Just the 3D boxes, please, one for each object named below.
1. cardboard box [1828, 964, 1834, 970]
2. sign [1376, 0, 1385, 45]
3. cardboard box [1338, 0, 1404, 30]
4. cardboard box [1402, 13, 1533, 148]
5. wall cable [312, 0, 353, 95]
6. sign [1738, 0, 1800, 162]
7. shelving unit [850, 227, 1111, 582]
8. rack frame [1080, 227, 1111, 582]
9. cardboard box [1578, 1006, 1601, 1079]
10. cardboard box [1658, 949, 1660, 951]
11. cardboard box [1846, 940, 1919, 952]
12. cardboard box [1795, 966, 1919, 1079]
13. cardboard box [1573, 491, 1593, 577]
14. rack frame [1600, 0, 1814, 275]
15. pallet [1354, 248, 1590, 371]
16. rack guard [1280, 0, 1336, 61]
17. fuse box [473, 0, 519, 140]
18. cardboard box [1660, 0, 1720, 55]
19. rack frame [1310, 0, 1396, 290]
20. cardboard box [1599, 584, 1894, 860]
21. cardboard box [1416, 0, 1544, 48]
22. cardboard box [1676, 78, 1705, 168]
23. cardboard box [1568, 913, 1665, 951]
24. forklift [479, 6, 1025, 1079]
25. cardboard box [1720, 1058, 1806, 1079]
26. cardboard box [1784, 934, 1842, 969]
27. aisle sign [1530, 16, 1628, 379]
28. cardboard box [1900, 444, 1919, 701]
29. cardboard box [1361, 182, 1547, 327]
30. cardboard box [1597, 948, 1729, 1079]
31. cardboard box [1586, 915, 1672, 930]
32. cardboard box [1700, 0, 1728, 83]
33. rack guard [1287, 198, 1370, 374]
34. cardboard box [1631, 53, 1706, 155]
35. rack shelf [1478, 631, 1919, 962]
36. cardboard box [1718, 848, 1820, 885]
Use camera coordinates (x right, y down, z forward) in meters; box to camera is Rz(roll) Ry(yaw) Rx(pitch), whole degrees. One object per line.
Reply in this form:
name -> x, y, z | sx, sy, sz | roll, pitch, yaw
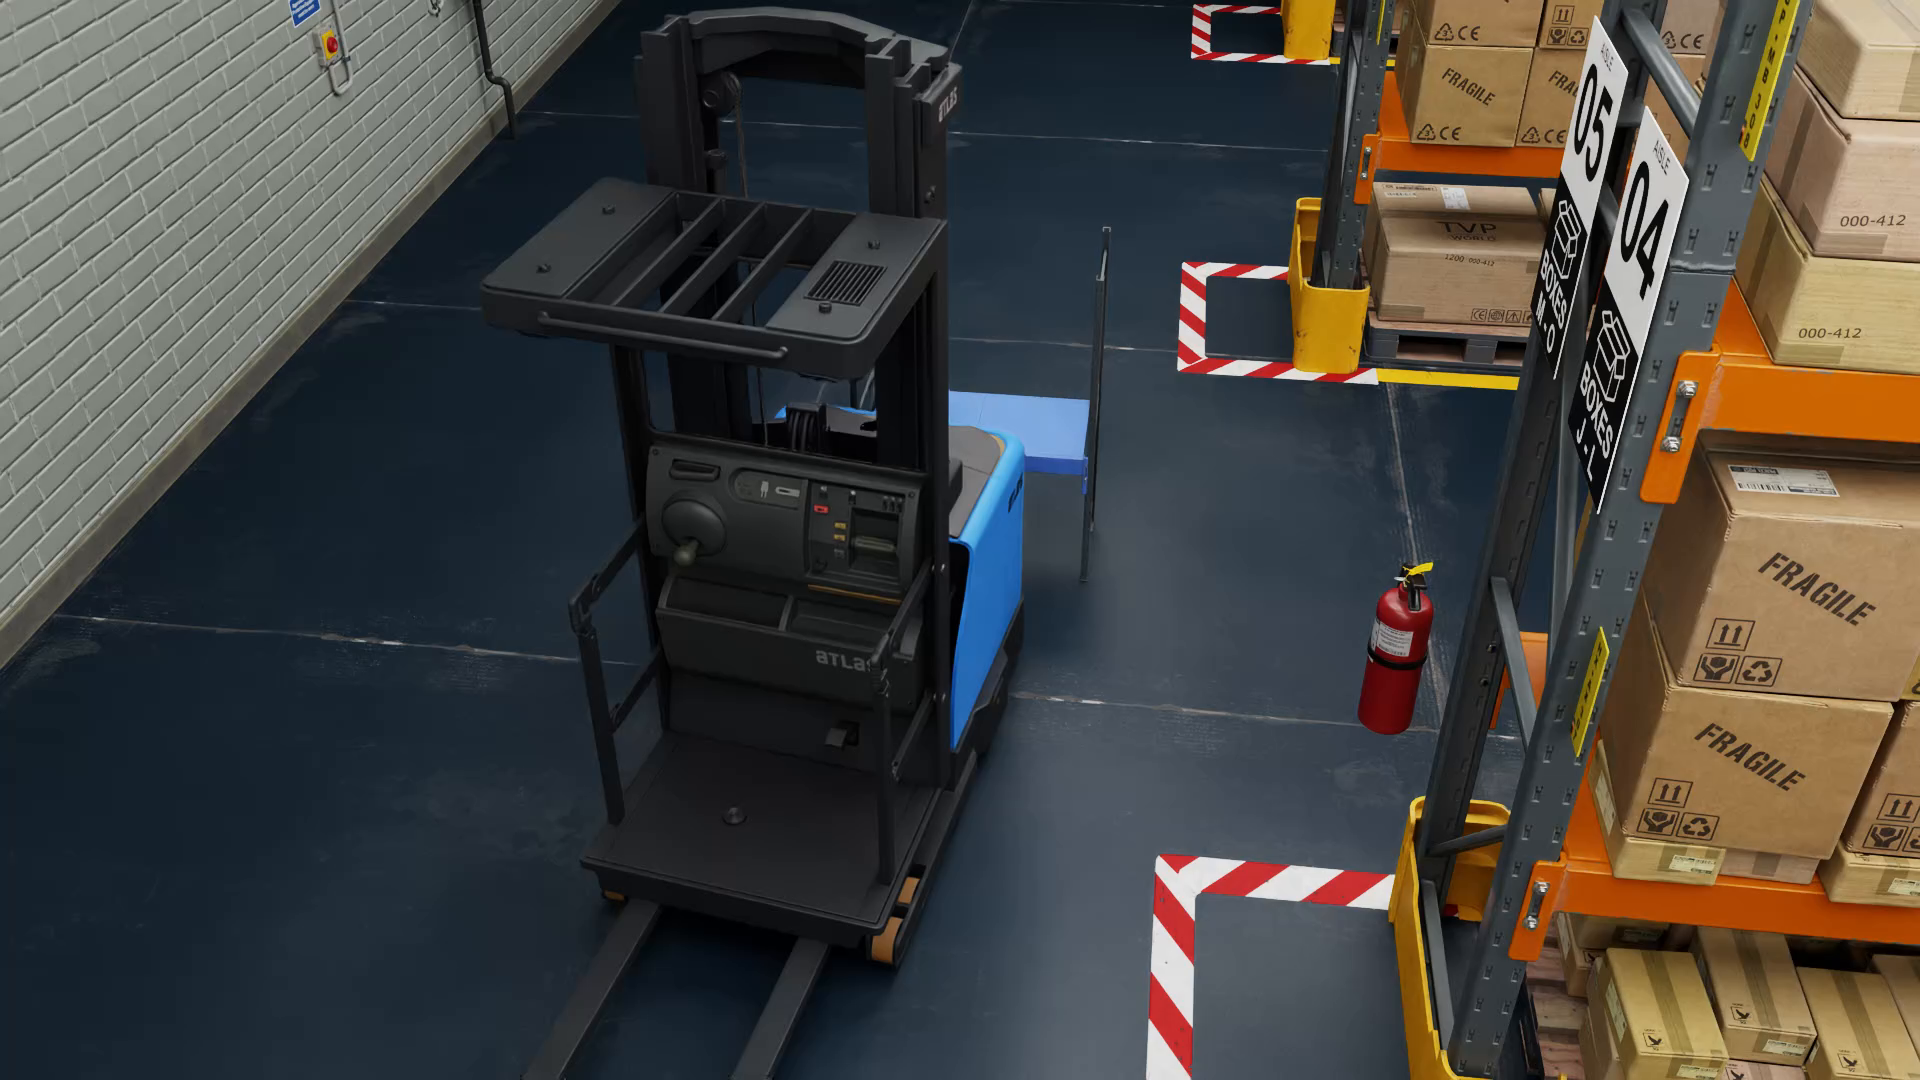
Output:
cardboard box -> 2.865, 1.348, 5.372 | 0.250, 0.149, 0.380 | 5, 36, 6
sign -> 2.005, -2.526, 7.894 | 0.005, 0.325, 0.100 | 4, 36, 6
cardboard box -> 3.304, -4.376, 13.087 | 0.637, 0.503, 0.797 | 3, 36, 4
cardboard box -> 2.521, -2.301, 8.305 | 0.500, 0.500, 0.500 | 4, 36, 6
wall cable -> -3.514, -3.291, 8.878 | 0.123, 1.953, 0.585 | 4, 36, 6
sign -> 1.482, -0.865, 3.046 | 0.005, 0.325, 0.100 | 4, 36, 6
shelving unit -> 0.085, -0.604, 7.305 | 1.048, 1.500, 0.538 | 4, 36, 6
rack frame -> 0.589, -0.567, 7.253 | 0.032, 1.500, 0.500 | 4, 36, 6
cardboard box -> 2.030, 1.611, 5.003 | 0.250, 0.149, 0.380 | 5, 36, 7
cardboard box -> 2.368, 1.268, 5.484 | 0.250, 0.149, 0.380 | 5, 36, 7
cardboard box -> 2.872, 1.092, 5.218 | 0.250, 0.149, 0.380 | 3, 36, 4
cardboard box -> 2.550, 1.424, 4.753 | 0.250, 0.149, 0.380 | 4, 36, 6
cardboard box -> 2.030, 0.122, 4.655 | 0.500, 0.500, 0.500 | 5, 36, 7
rack frame -> 1.551, -2.043, 2.867 | 0.127, 3.000, 1.000 | 4, 36, 6
pallet -> 2.884, -1.312, 9.406 | 1.213, 0.211, 1.003 | 4, 36, 6
rack guard -> 2.785, -4.298, 13.342 | 0.348, 0.500, 1.175 | 4, 36, 6
fuse box -> -3.102, -3.540, 11.237 | 0.414, 1.711, 0.539 | 4, 36, 6
cardboard box -> 3.546, -2.641, 7.922 | 0.500, 0.500, 0.500 | 4, 36, 6
rack frame -> 2.081, -2.461, 8.616 | 0.127, 3.000, 1.000 | 4, 36, 6
cardboard box -> 1.961, 0.429, 4.224 | 0.500, 0.500, 0.500 | 6, 36, 8
cardboard box -> 2.521, -2.709, 8.017 | 0.500, 0.500, 0.500 | 4, 36, 5
cardboard box -> 2.036, -0.880, 3.948 | 0.500, 0.250, 0.500 | 4, 36, 5
cardboard box -> 2.111, 1.142, 5.405 | 0.250, 0.149, 0.380 | 3, 36, 5
forklift -> -0.640, 0.003, 5.223 | 1.130, 2.935, 3.031 | 10, 37, 13
cardboard box -> 2.302, 1.507, 4.894 | 0.250, 0.149, 0.380 | 4, 36, 6
cardboard box -> 2.627, 1.179, 5.352 | 0.250, 0.149, 0.380 | 3, 36, 4
aisle sign -> 1.517, -0.838, 4.104 | 0.004, 0.787, 0.394 | 4, 36, 6
cardboard box -> 2.464, 0.050, 3.895 | 0.500, 0.500, 0.500 | 5, 36, 7
cardboard box -> 2.749, -1.598, 9.251 | 0.875, 0.438, 0.875 | 3, 36, 4
cardboard box -> 2.027, 1.381, 4.814 | 0.250, 0.149, 0.380 | 3, 36, 4
cardboard box -> 2.108, 1.039, 5.292 | 0.250, 0.149, 0.380 | 5, 36, 7
cardboard box -> 2.040, -1.077, 3.794 | 0.500, 0.250, 0.500 | 3, 36, 4
rack guard -> 2.057, -1.445, 9.345 | 0.348, 0.500, 1.175 | 4, 36, 6
cardboard box -> 3.528, -2.231, 8.208 | 0.500, 0.500, 0.500 | 4, 36, 6
rack shelf -> 3.535, 0.839, 4.611 | 4.000, 0.370, 1.077 | 4, 36, 6
cardboard box -> 2.088, 0.709, 4.391 | 0.250, 0.149, 0.380 | 5, 36, 8
